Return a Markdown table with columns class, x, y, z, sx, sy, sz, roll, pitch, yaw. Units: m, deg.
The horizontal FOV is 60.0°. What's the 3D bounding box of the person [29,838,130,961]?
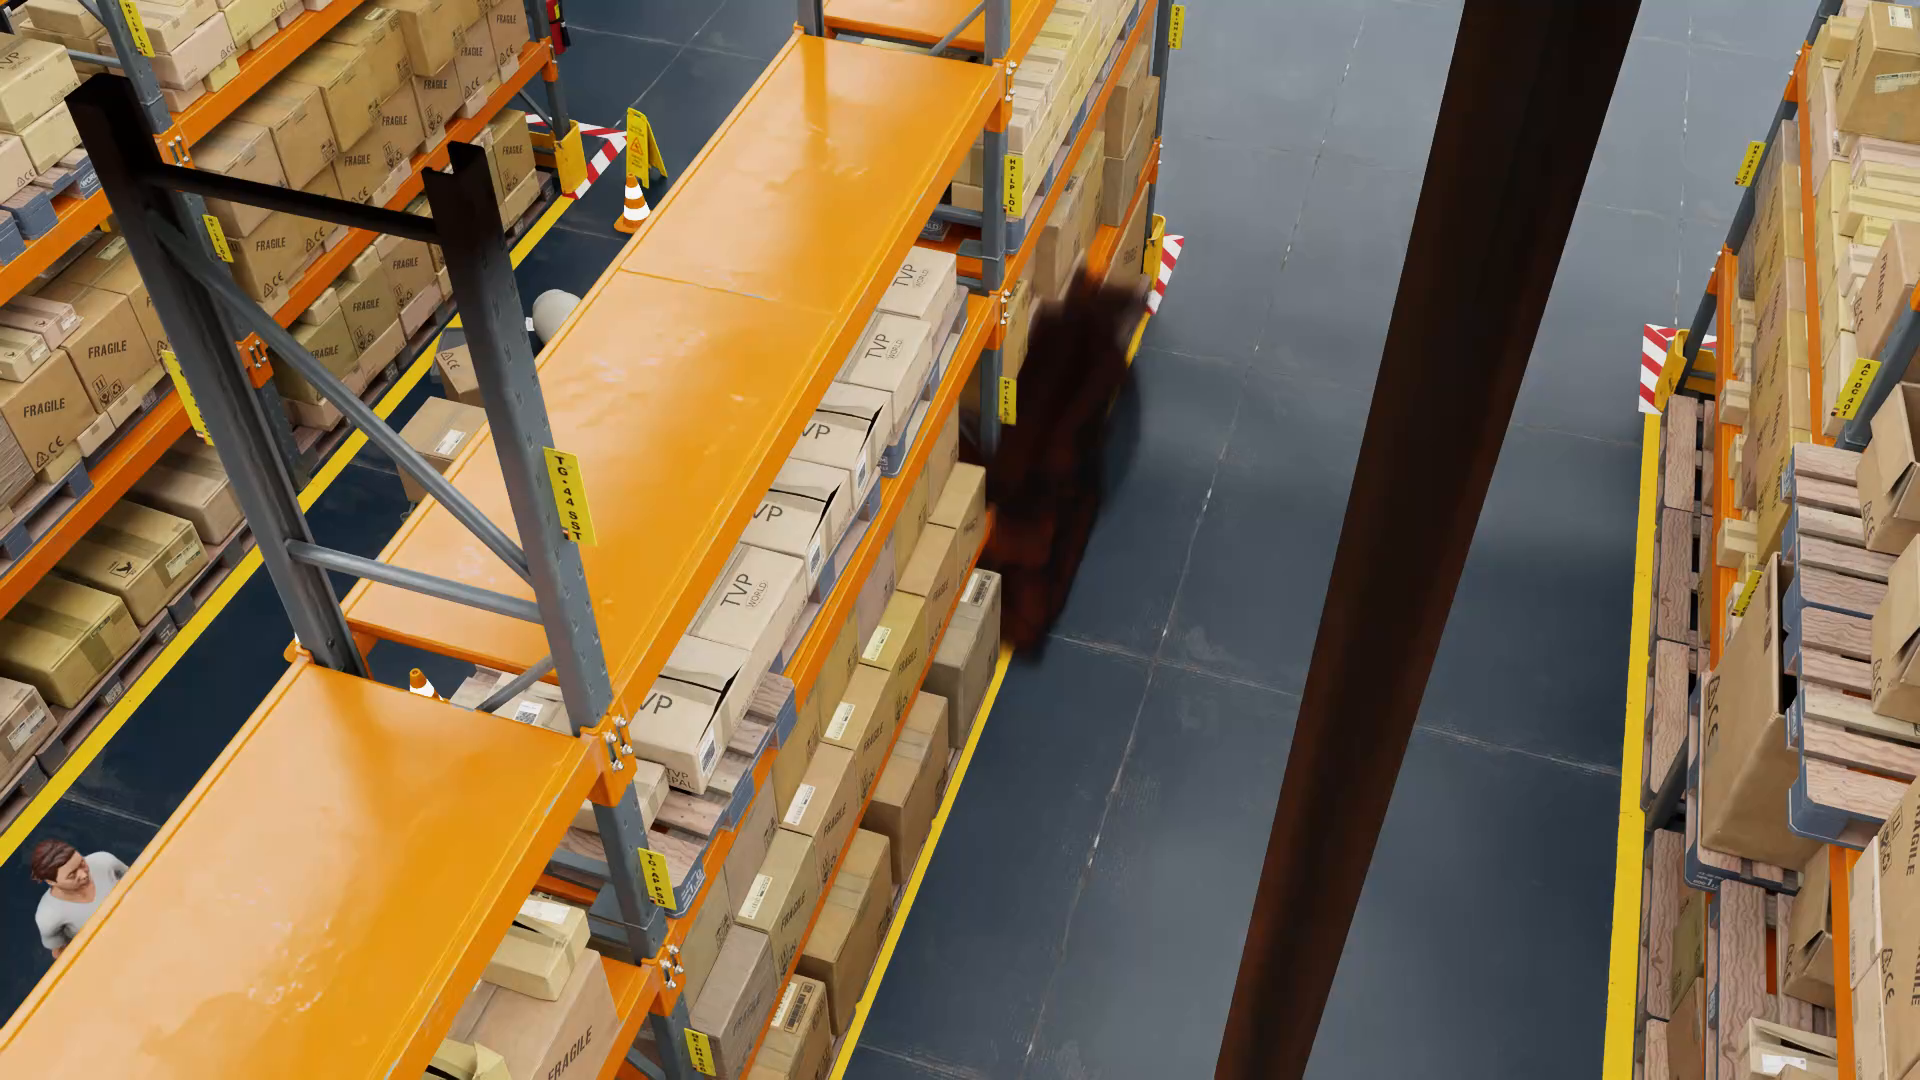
| class | x | y | z | sx | sy | sz | roll | pitch | yaw |
| --- | --- | --- | --- | --- | --- | --- | --- | --- | --- |
| person | -3.885 | 1.894 | 7.730 | 0.330 | 1.668 | 0.535 | 24 | 50 | 21 |
